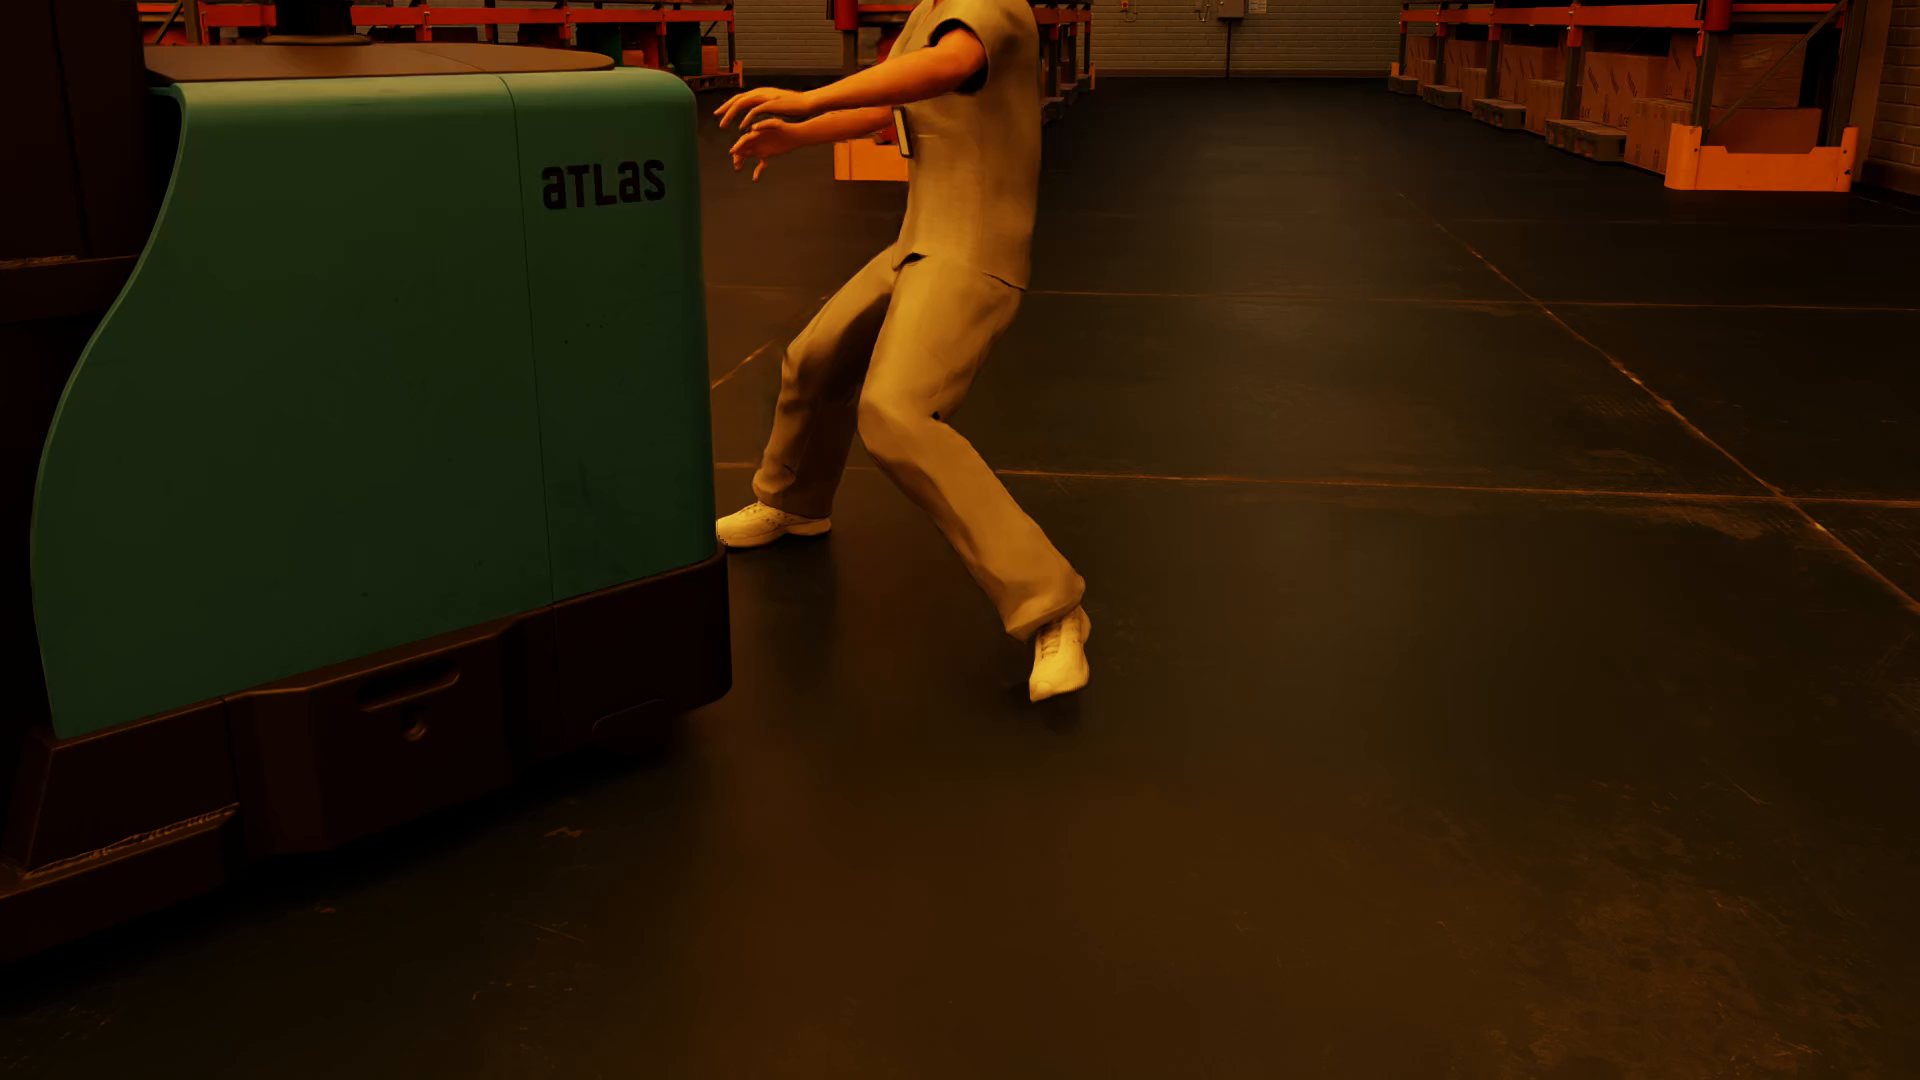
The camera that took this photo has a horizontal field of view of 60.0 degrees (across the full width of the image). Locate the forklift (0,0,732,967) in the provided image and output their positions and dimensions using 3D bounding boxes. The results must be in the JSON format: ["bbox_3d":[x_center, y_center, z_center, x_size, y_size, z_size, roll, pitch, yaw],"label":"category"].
[{"bbox_3d":[-1.774,-0.867,1.700,1.130,2.935,3.031,16,24,42],"label":"forklift"}]

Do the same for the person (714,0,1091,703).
[{"bbox_3d":[-0.159,-0.550,3.129,0.678,1.461,1.243,-3,18,-9],"label":"person"}]
